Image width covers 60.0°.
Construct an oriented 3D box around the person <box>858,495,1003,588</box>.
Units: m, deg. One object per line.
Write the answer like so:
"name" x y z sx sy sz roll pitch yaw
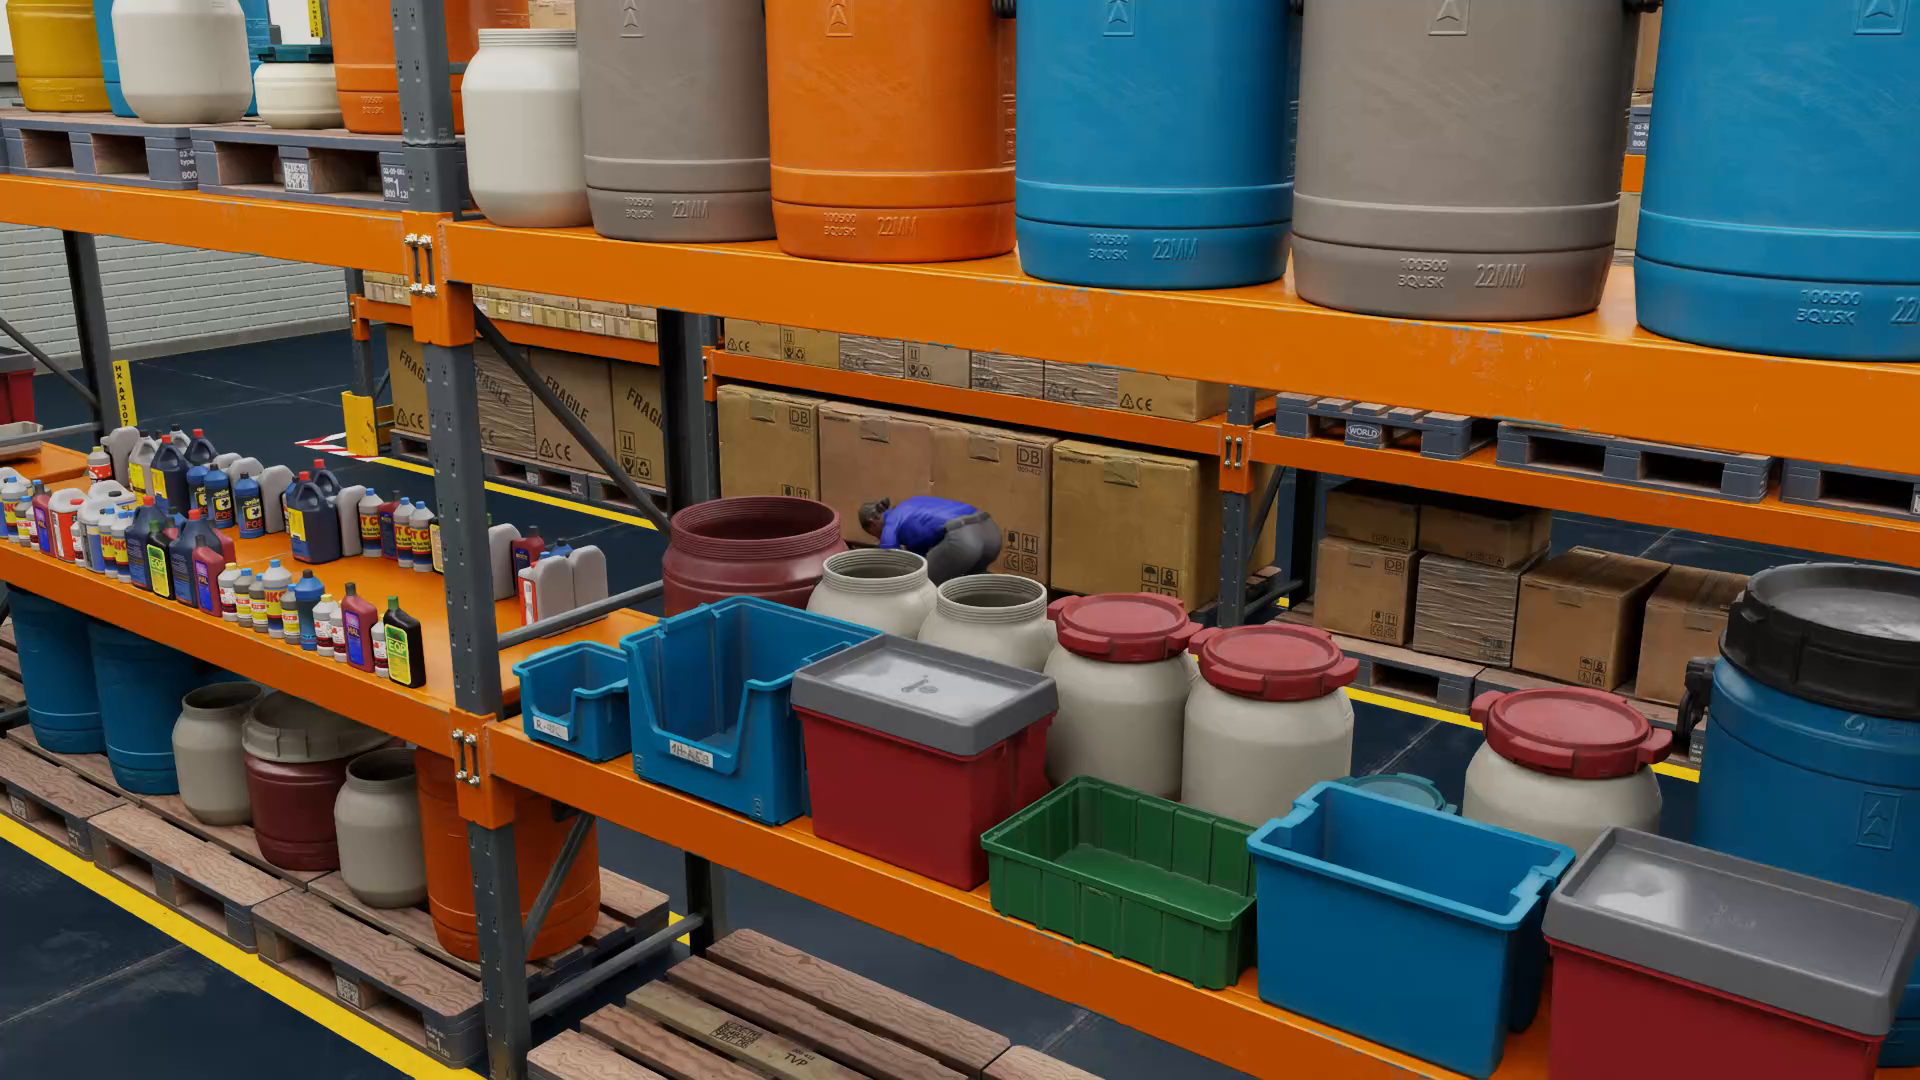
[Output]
"person" -0.190 0.239 8.981 0.877 0.955 0.446 12 21 35
